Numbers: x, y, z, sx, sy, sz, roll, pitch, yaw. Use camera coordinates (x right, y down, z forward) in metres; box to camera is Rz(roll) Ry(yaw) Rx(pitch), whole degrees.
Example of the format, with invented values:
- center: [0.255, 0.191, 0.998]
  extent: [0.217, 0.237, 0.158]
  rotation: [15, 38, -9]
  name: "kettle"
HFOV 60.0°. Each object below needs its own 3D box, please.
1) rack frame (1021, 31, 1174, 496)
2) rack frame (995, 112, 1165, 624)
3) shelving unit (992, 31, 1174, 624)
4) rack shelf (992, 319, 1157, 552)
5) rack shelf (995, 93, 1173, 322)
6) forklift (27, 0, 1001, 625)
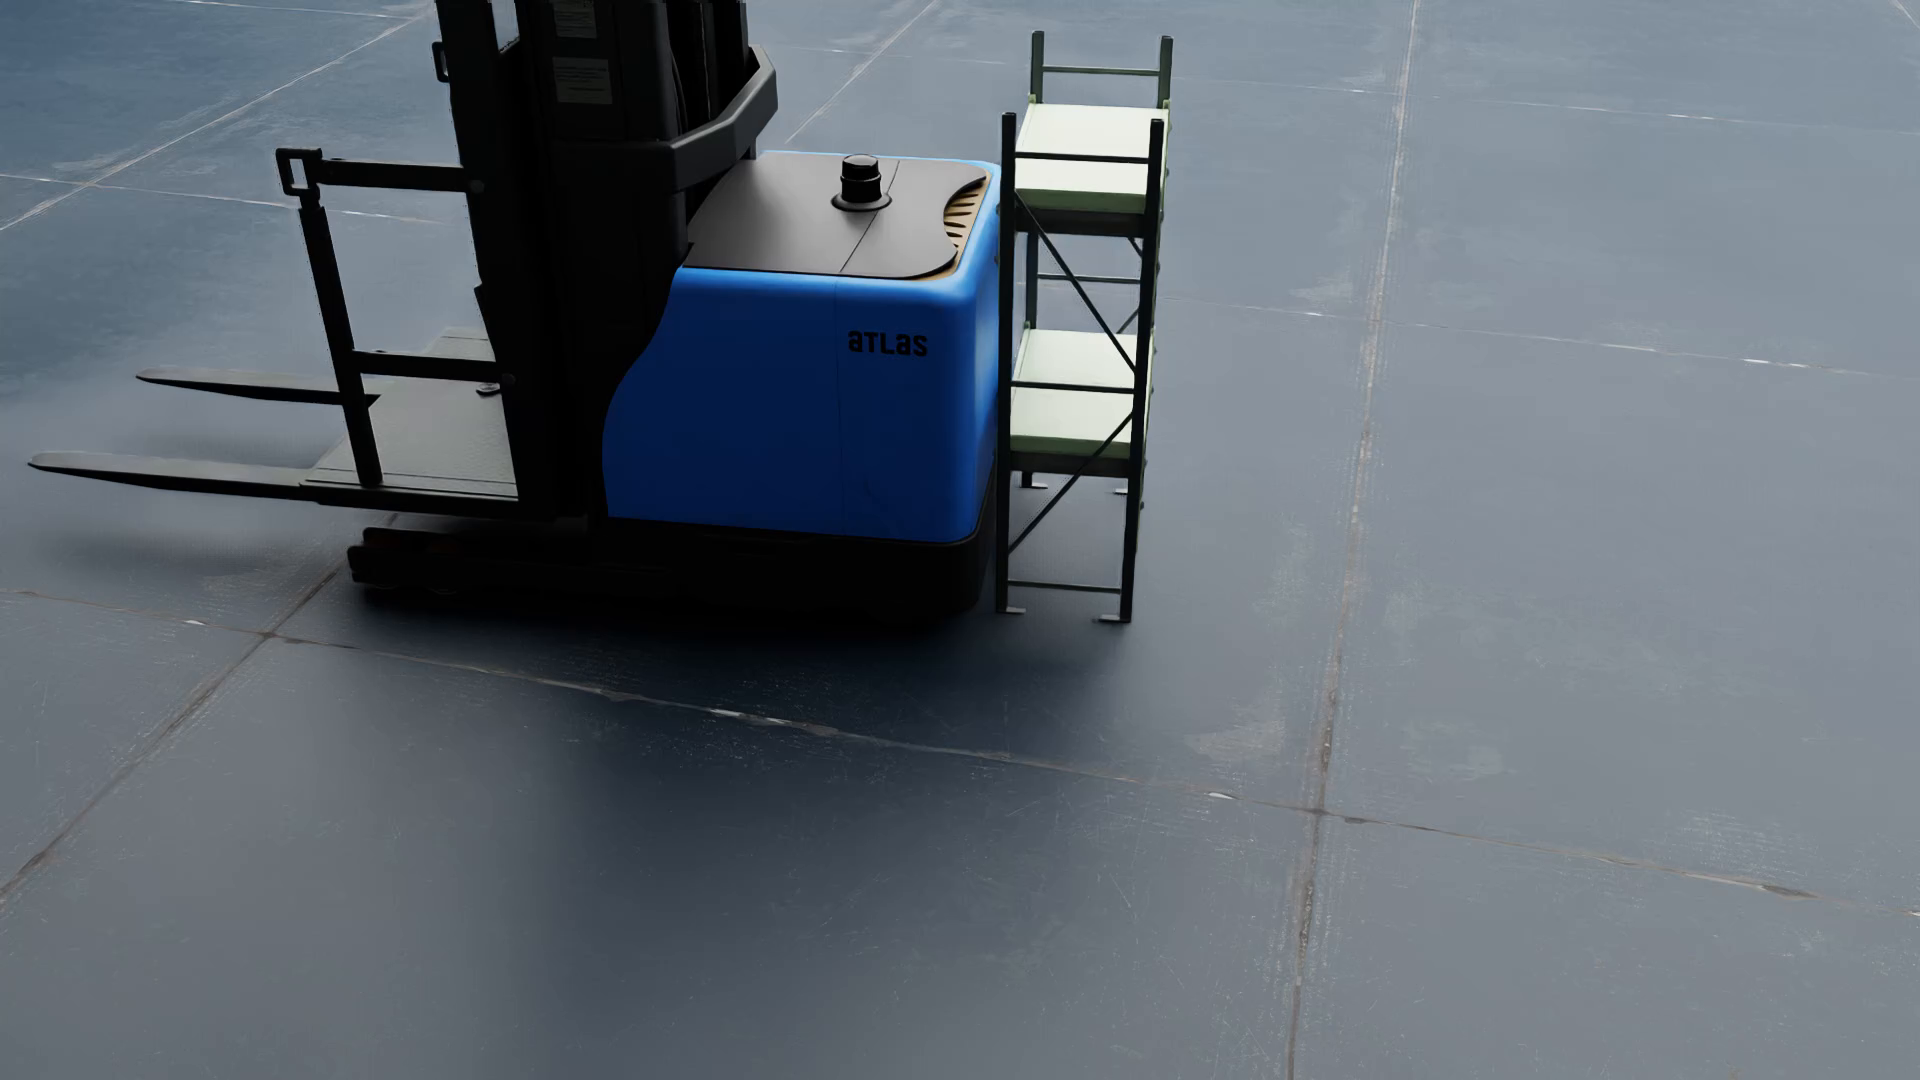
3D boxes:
- center: [0.403, -0.798, 5.107]
  extent: [0.400, 1.500, 0.023]
  rotation: [4, 33, 7]
  name: "rack frame"
- center: [0.303, -0.409, 4.495]
  extent: [0.400, 1.500, 0.023]
  rotation: [4, 33, 7]
  name: "rack frame"
- center: [0.353, -0.603, 4.801]
  extent: [0.431, 1.500, 0.755]
  rotation: [4, 33, 7]
  name: "shelving unit"
- center: [0.353, -0.328, 4.976]
  extent: [0.431, 0.370, 0.720]
  rotation: [4, 33, 7]
  name: "rack shelf"
- center: [0.353, -0.933, 4.592]
  extent: [0.431, 0.370, 0.720]
  rotation: [4, 33, 7]
  name: "rack shelf"
- center: [-1.382, -1.347, 4.637]
  extent: [3.031, 2.935, 1.130]
  rotation: [5, 33, 7]
  name: "forklift"
